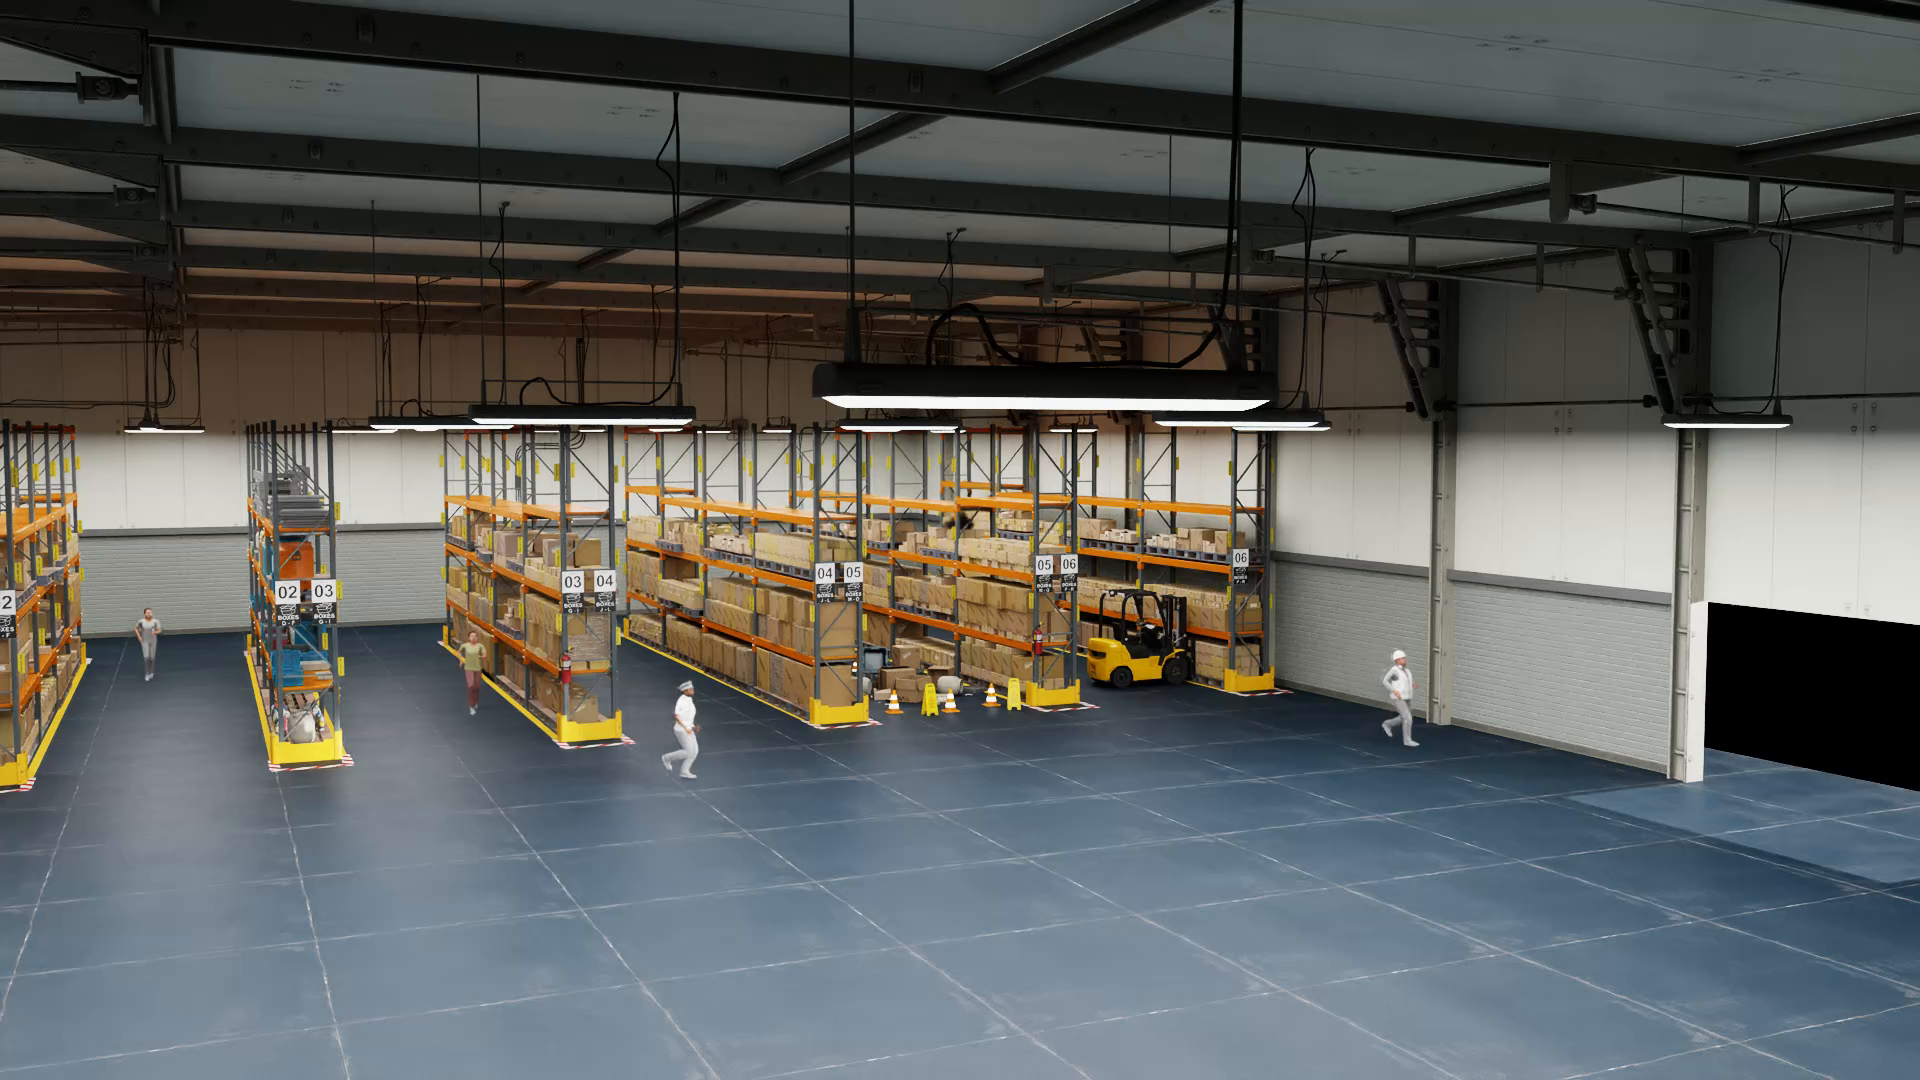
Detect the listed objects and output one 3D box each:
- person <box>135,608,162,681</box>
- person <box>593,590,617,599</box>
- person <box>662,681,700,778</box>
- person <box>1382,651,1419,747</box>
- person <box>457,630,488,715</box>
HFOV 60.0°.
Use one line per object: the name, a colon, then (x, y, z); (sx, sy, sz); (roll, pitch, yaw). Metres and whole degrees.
person: (-19.071, 2.451, 39.097); (0.554, 1.725, 0.689); (-2, 4, -32)
person: (-10.300, 1.835, 48.007); (0.733, 1.795, 0.895); (2, 4, 31)
person: (-4.681, 3.171, 27.850); (0.586, 1.651, 0.557); (0, 4, 4)
person: (8.154, 2.923, 30.813); (0.669, 1.745, 0.860); (-3, 5, -42)
person: (-10.074, 2.721, 34.432); (0.554, 1.710, 0.840); (-2, 4, -27)
